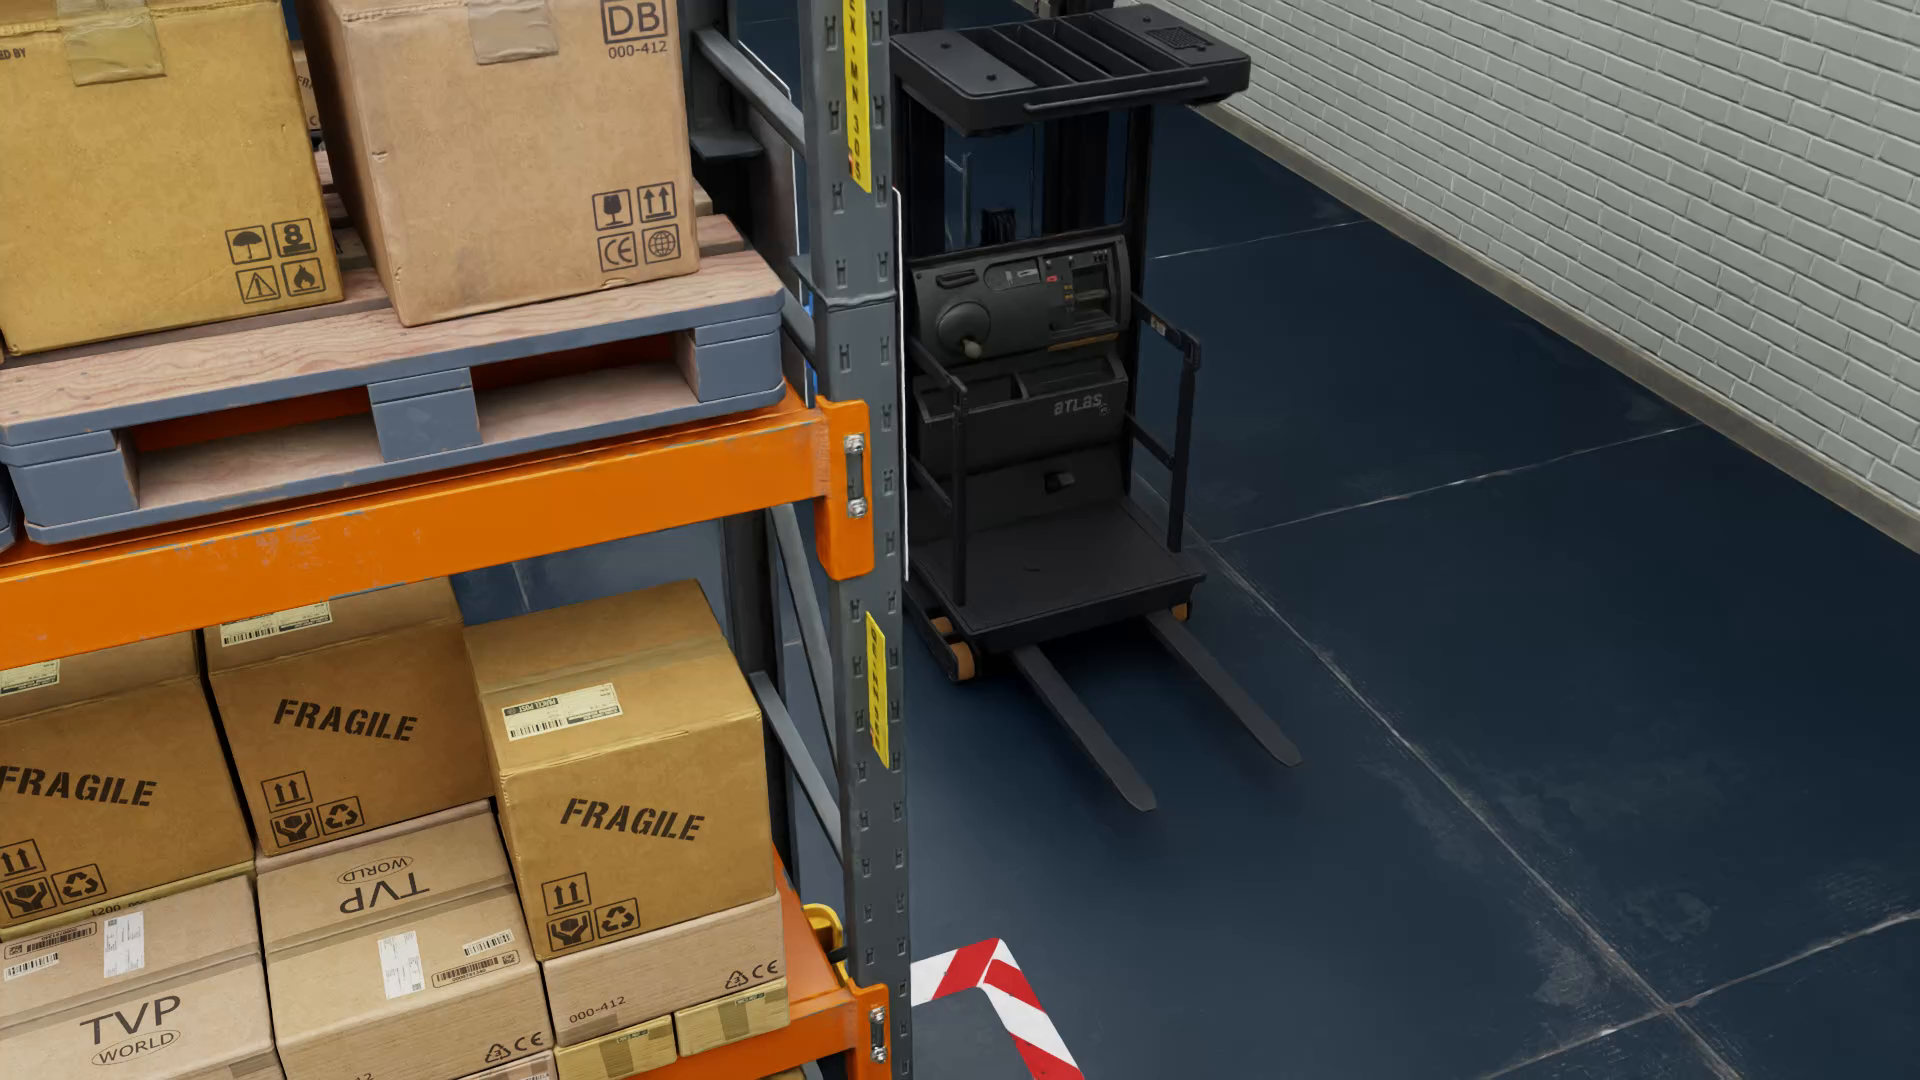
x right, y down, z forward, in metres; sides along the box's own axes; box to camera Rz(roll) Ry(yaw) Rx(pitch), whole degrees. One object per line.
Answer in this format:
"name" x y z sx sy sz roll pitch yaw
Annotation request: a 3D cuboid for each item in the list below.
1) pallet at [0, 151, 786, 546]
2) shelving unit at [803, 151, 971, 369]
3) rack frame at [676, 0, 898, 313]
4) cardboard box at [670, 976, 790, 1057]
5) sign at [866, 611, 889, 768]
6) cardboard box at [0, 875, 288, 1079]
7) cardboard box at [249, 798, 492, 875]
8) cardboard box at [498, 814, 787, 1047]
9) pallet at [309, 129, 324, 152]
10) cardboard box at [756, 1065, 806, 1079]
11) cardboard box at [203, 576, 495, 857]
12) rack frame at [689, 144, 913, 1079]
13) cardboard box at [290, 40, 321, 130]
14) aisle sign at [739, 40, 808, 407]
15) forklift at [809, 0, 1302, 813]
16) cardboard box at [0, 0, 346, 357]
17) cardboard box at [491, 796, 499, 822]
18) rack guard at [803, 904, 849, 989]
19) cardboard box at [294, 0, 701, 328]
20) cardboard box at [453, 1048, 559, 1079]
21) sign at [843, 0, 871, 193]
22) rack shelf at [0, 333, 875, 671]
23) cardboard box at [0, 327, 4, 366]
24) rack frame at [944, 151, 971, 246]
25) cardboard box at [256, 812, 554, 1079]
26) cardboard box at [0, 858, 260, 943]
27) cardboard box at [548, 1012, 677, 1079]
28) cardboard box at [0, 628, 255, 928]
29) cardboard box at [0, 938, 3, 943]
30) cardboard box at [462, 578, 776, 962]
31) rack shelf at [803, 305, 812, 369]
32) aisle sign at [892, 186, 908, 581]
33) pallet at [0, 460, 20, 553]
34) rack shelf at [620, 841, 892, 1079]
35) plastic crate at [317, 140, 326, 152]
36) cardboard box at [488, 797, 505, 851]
"pallet" -1.040 -0.454 3.028 1.213 0.211 1.003 -13 35 -19
"shelving unit" -0.527 -1.177 8.184 1.048 1.500 0.538 -15 36 -21
"rack frame" -0.360 -1.910 2.434 0.127 3.000 1.000 -13 35 -19
"cardboard box" -0.561 0.951 3.769 0.250 0.149 0.380 -12 35 -18
"sign" -0.163 0.296 3.266 0.005 0.325 0.100 -13 35 -19
"cardboard box" -1.641 0.993 3.338 0.500 0.250 0.500 -14 36 -21
"cardboard box" -1.384 0.621 3.909 0.500 0.250 0.500 -13 35 -20
"cardboard box" -0.704 0.778 3.668 0.500 0.250 0.500 -13 35 -20
"pallet" -4.997 -3.024 12.204 1.213 0.211 1.003 -13 35 -19
"cardboard box" -0.919 1.494 4.266 0.875 0.875 0.875 -13 35 -19
"cardboard box" -1.368 0.300 3.716 0.500 0.500 0.500 -14 35 -20
"rack frame" -0.360 0.605 4.070 0.127 3.000 1.000 -13 35 -19
"cardboard box" -4.598 -3.276 11.923 0.500 0.500 0.500 -13 35 -19
"aisle sign" -0.410 -0.651 3.617 0.004 0.787 0.394 -13 35 -19
"forklift" 0.343 -0.911 6.462 1.130 2.935 3.031 -13 35 -20
"cardboard box" -1.385 -0.718 2.784 0.500 0.500 0.700 -14 36 -21
"cardboard box" -0.907 0.508 4.083 0.500 0.250 0.500 -14 36 -20
"rack guard" -0.338 1.647 4.760 0.348 0.500 1.175 -13 35 -19
"cardboard box" -0.819 -0.776 2.873 0.500 0.500 0.700 -15 36 -22
"cardboard box" -1.033 1.059 3.602 0.250 0.149 0.380 -13 35 -19
"sign" -0.163 -0.715 2.609 0.005 0.325 0.100 -13 35 -19
"rack shelf" -2.204 0.071 2.800 4.000 0.370 1.077 -13 35 -19
"cardboard box" -1.843 -0.584 2.579 0.500 0.500 0.700 -15 36 -22
"rack frame" -0.069 -1.298 8.370 0.032 1.500 0.500 -15 36 -21
"cardboard box" -1.172 0.885 3.504 0.500 0.250 0.500 -14 35 -20
"cardboard box" -1.849 0.726 3.749 0.500 0.250 0.500 -14 36 -21
"cardboard box" -0.800 1.006 3.683 0.250 0.149 0.380 -13 35 -18
"cardboard box" -1.844 0.412 3.544 0.500 0.500 0.500 -14 36 -20
"cardboard box" -2.328 0.838 3.576 0.500 0.250 0.500 -14 35 -20
"cardboard box" -0.708 0.463 3.465 0.500 0.500 0.500 -12 35 -18
"rack shelf" -0.527 -1.026 8.282 1.000 0.185 0.538 -15 36 -21
"aisle sign" -0.178 -0.349 3.153 0.004 0.787 0.394 -13 35 -19
"pallet" -2.167 -0.194 2.629 1.213 0.211 1.003 -13 35 -19
"rack shelf" -2.204 1.328 3.618 4.000 0.370 1.077 -13 35 -19
"plastic crate" -2.961 -1.888 8.088 0.298 0.136 0.250 -13 35 -19
"cardboard box" -1.051 0.674 4.194 0.250 0.149 0.380 -13 35 -20
